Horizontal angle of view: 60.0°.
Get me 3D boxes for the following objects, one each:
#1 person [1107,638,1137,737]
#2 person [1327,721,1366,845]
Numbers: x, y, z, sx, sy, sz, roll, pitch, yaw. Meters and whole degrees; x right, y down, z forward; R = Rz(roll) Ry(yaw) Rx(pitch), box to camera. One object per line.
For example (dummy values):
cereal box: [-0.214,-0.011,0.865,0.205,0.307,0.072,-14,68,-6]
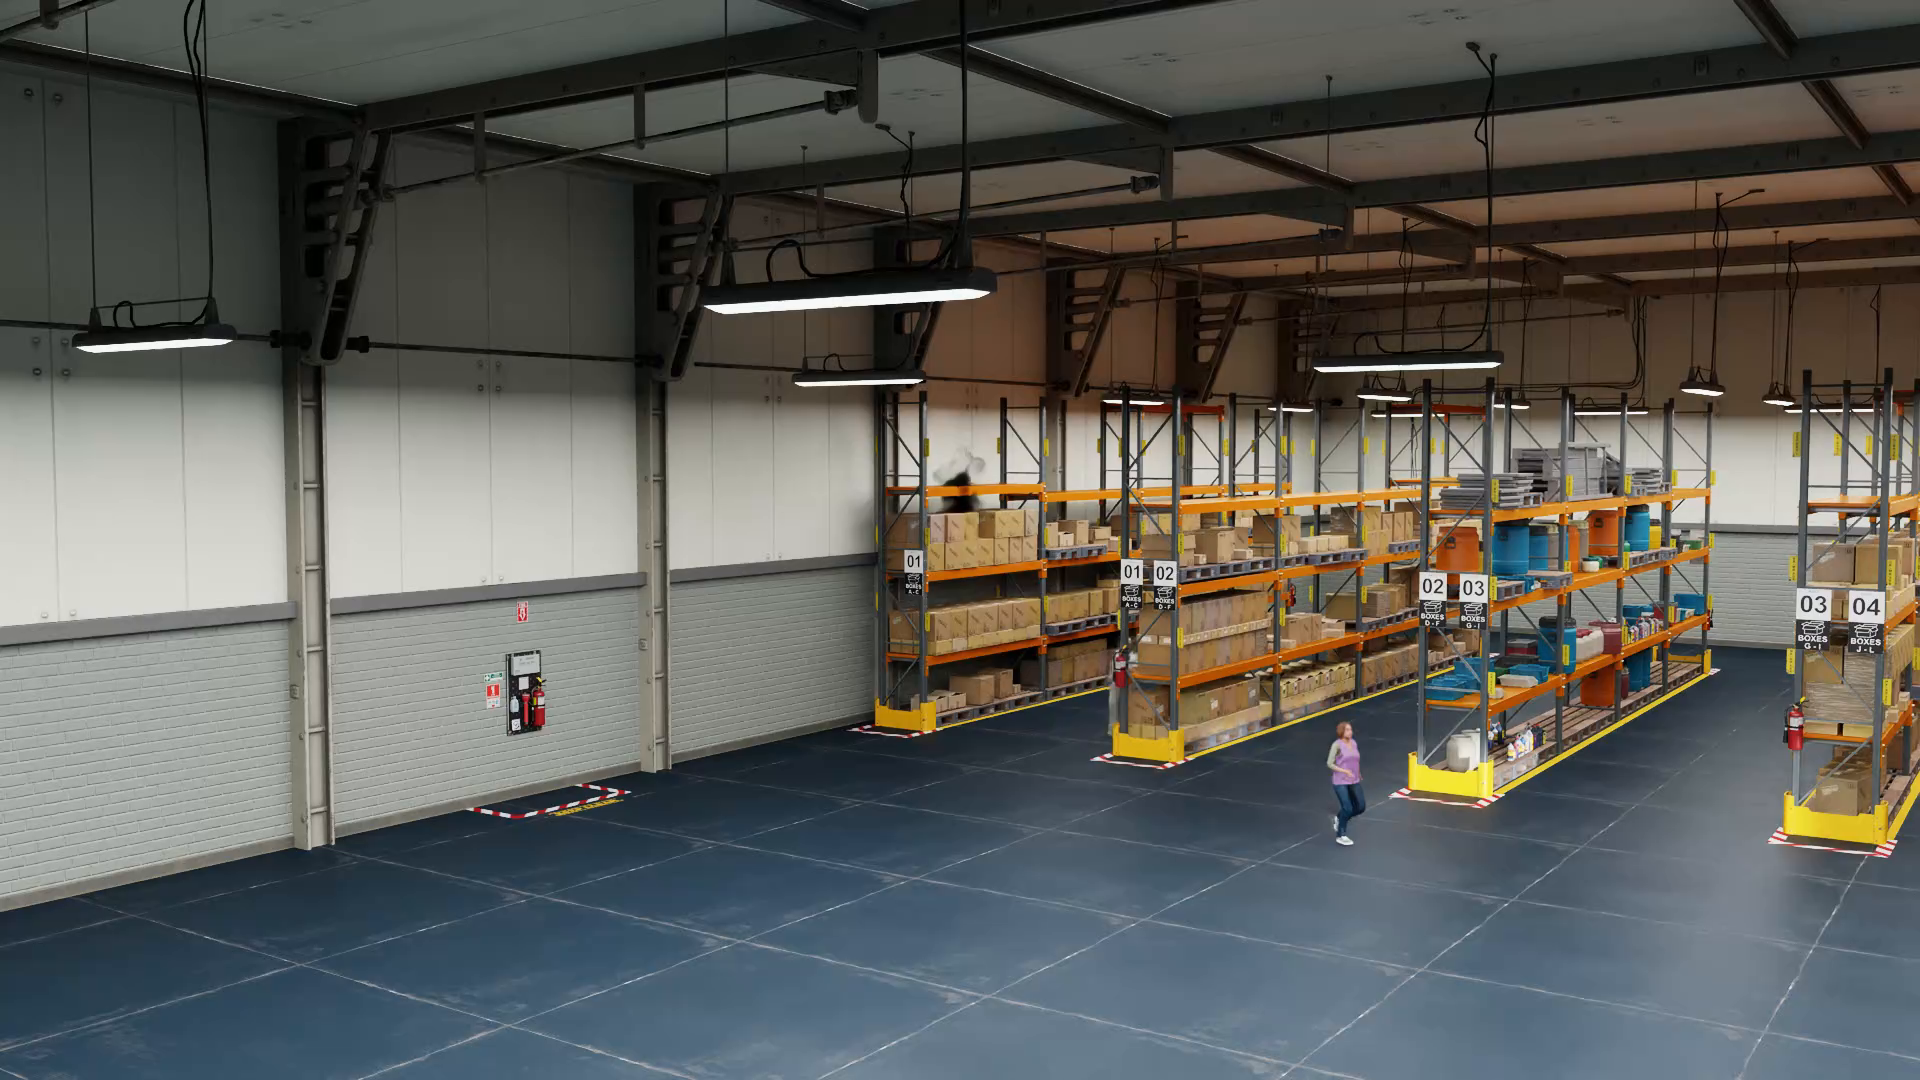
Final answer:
person: [2.840,2.542,29.084,0.594,1.689,0.895,1,3,25]
person: [4.873,3.066,20.934,0.530,1.539,0.551,-2,4,-27]
